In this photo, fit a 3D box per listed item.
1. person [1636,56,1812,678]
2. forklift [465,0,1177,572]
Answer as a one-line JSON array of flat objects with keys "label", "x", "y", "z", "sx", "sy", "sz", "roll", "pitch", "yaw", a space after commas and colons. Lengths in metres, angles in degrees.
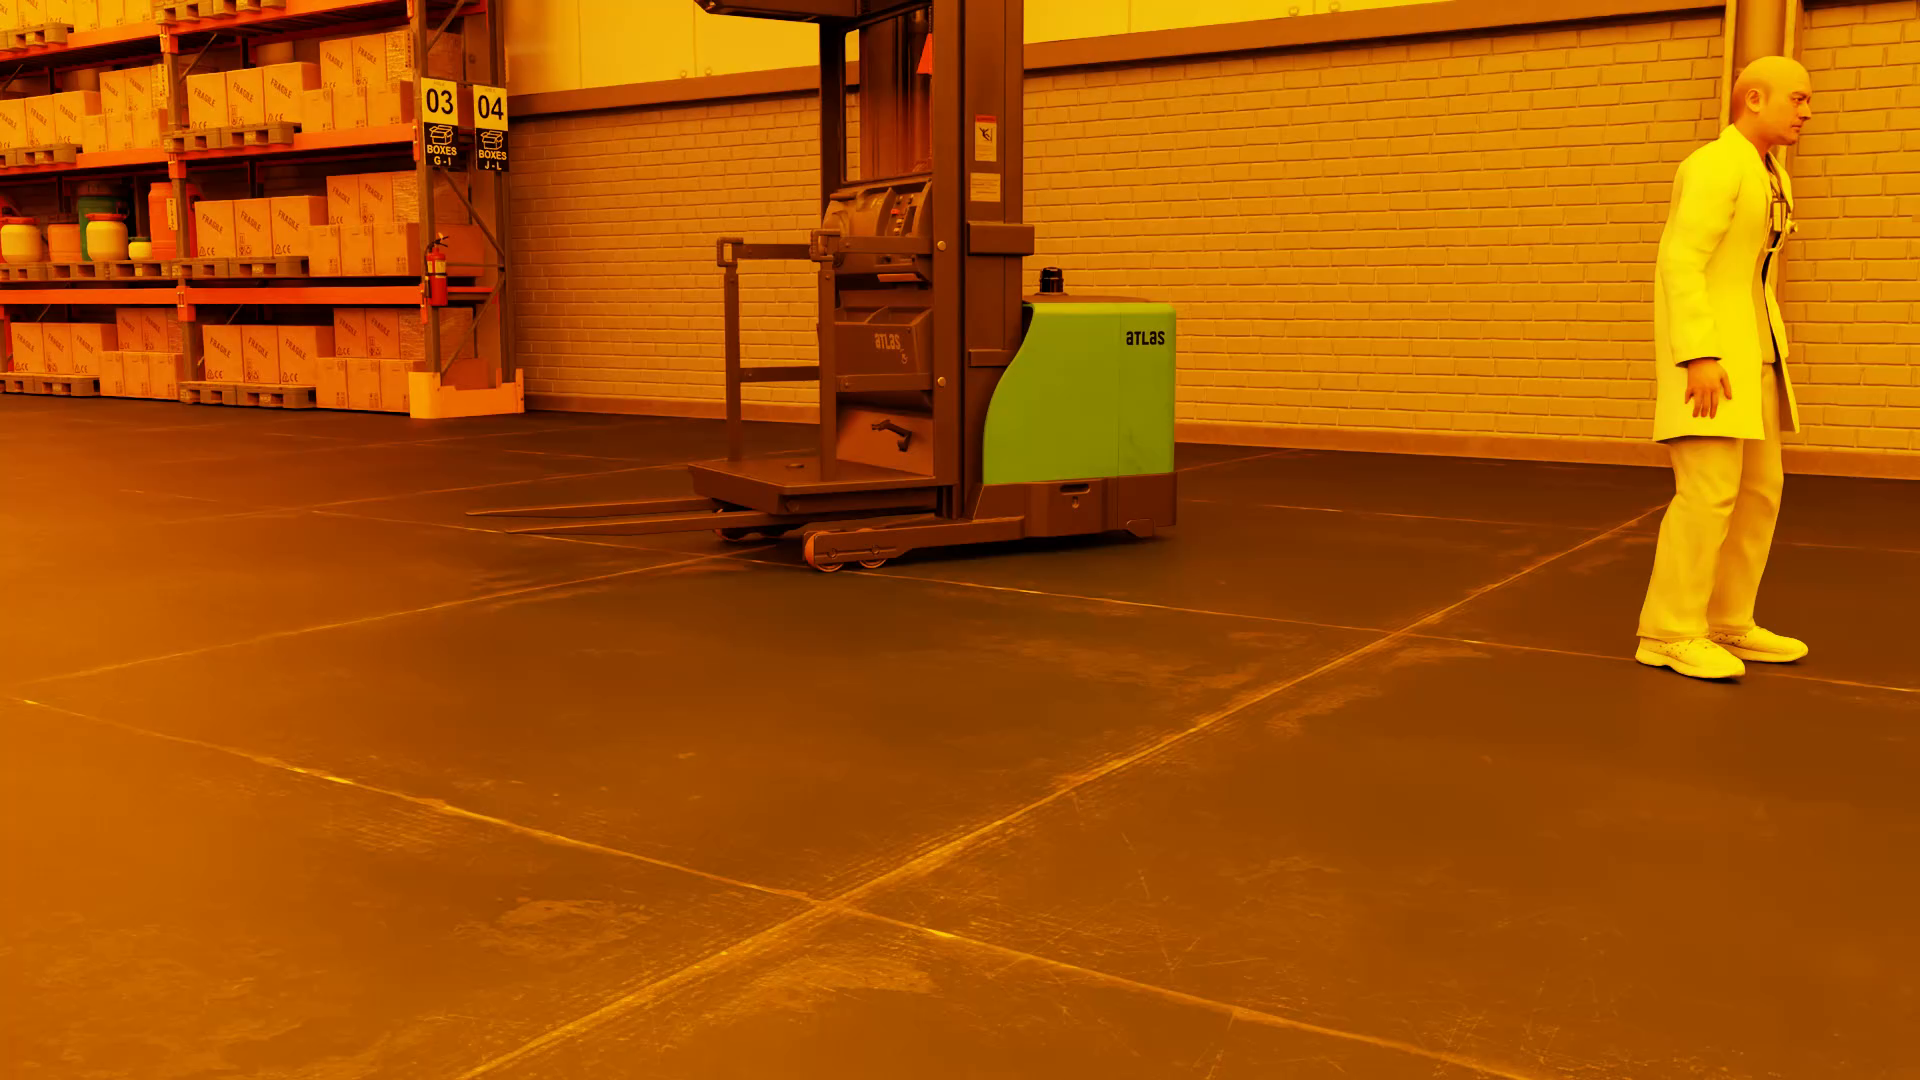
[{"label": "person", "x": 2.283, "y": -0.513, "z": 4.912, "sx": 0.649, "sy": 1.772, "sz": 0.436, "roll": -7, "pitch": 11, "yaw": -43}, {"label": "forklift", "x": -0.546, "y": -1.407, "z": 7.087, "sx": 3.031, "sy": 2.935, "sz": 1.130, "roll": -5, "pitch": 9, "yaw": -30}]
